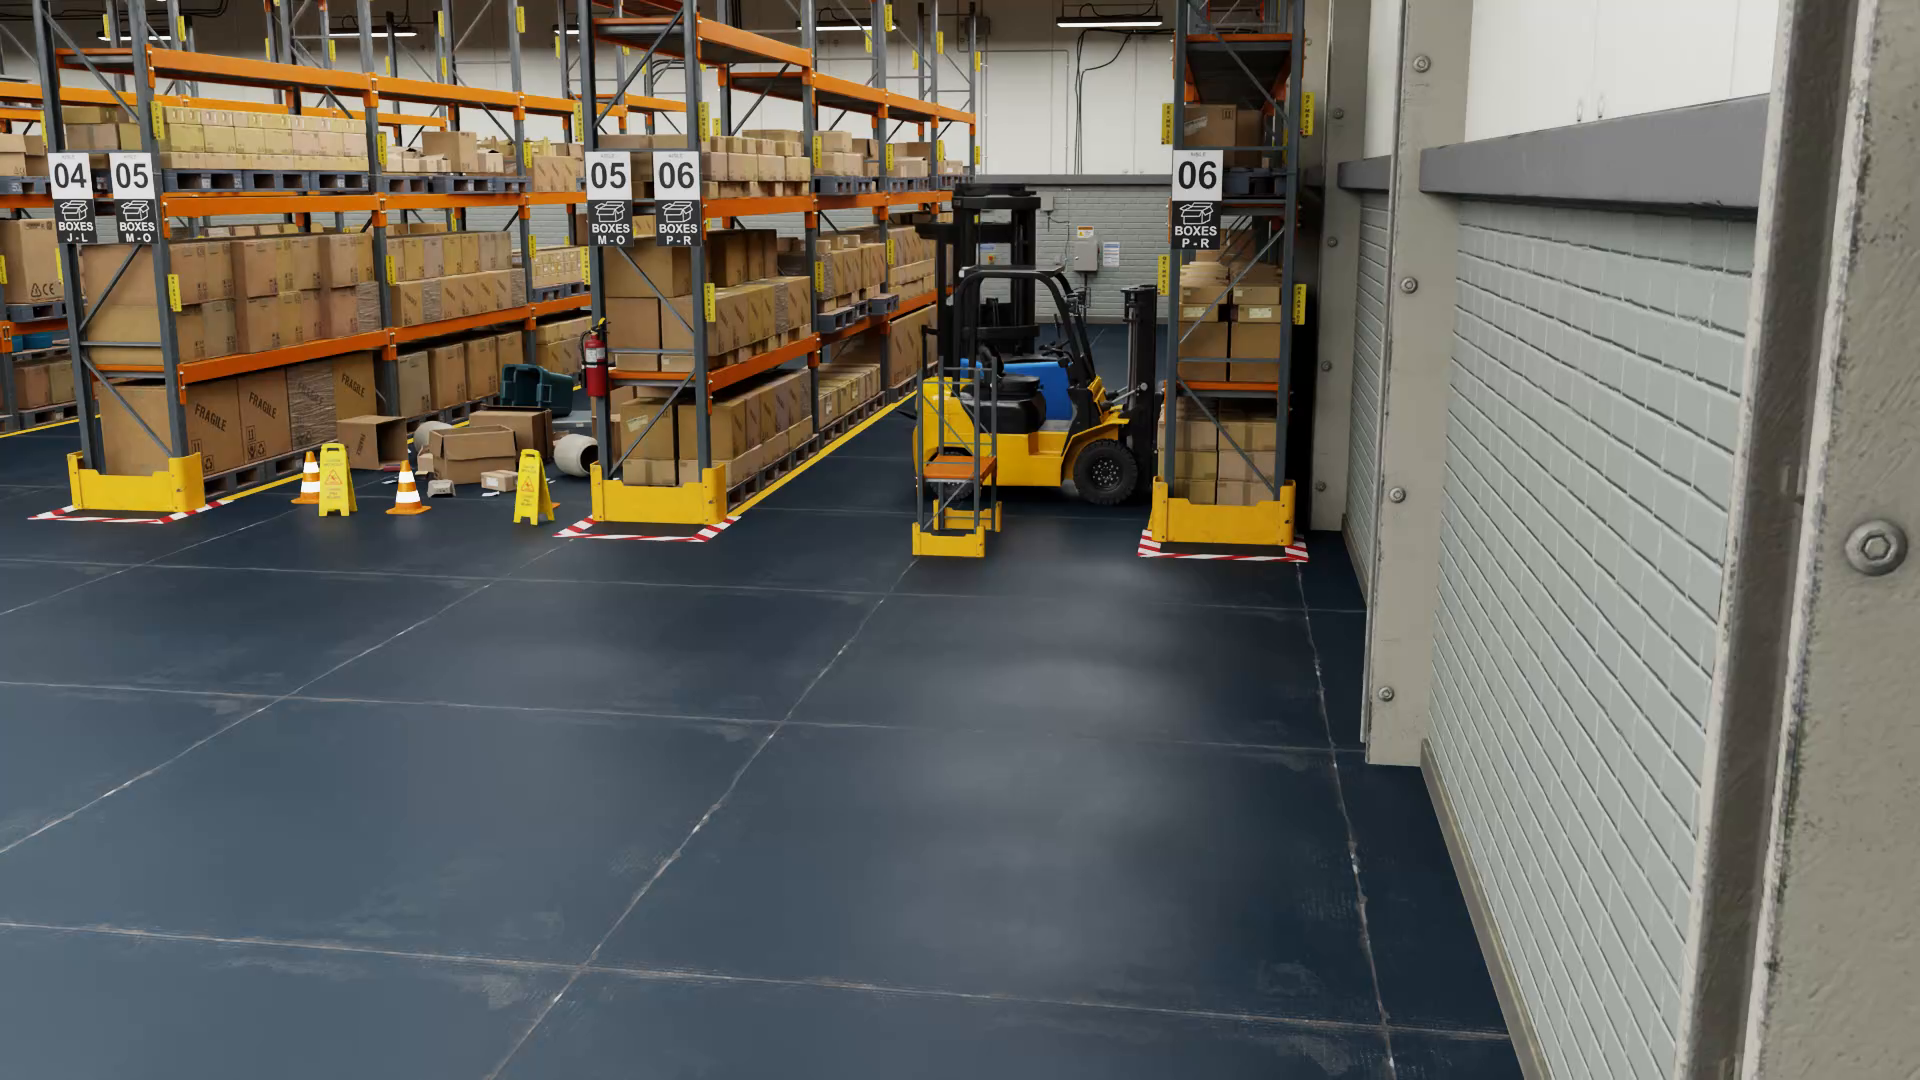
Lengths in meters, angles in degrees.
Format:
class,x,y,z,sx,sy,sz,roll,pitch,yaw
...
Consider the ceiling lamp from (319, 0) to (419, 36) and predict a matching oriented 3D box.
class,x,y,z,sx,sy,sz,roll,pitch,yaw
ceiling lamp,-12.016,-11.713,33.127,2.000,3.185,0.800,2,12,9

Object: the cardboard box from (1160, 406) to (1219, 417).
class,x,y,z,sx,sy,sz,roll,pitch,yaw
cardboard box,2.048,-1.040,14.854,0.500,0.250,0.500,2,12,10

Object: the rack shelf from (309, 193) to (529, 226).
class,x,y,z,sx,sy,sz,roll,pitch,yaw
rack shelf,-6.676,-4.140,20.673,1.077,0.370,4.000,2,12,9

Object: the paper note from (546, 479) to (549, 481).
class,x,y,z,sx,sy,sz,roll,pitch,yaw
paper note,-4.235,-0.614,16.795,0.148,0.019,0.142,7,14,28

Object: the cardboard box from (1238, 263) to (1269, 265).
class,x,y,z,sx,sy,sz,roll,pitch,yaw
cardboard box,3.663,-3.376,20.763,0.380,0.149,0.250,2,12,10

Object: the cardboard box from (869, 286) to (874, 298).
class,x,y,z,sx,sy,sz,roll,pitch,yaw
cardboard box,-1.291,-3.145,21.067,0.380,0.149,0.250,1,12,6

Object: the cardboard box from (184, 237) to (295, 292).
class,x,y,z,sx,sy,sz,roll,pitch,yaw
cardboard box,-7.337,-2.798,16.938,0.875,0.550,0.500,2,12,9

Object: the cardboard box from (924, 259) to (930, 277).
class,x,y,z,sx,sy,sz,roll,pitch,yaw
cardboard box,-0.744,-4.102,25.079,0.500,0.250,0.500,2,12,10

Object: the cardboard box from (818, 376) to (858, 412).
class,x,y,z,sx,sy,sz,roll,pitch,yaw
cardboard box,-1.786,-1.795,20.441,0.950,0.372,0.625,2,12,11

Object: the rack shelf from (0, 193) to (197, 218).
class,x,y,z,sx,sy,sz,roll,pitch,yaw
rack shelf,-11.562,-4.322,21.516,1.077,0.370,4.000,2,12,9

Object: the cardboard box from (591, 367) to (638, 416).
class,x,y,z,sx,sy,sz,roll,pitch,yaw
cardboard box,-3.841,-1.670,18.757,0.500,0.500,0.500,2,12,9

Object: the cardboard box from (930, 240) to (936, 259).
class,x,y,z,sx,sy,sz,roll,pitch,yaw
cardboard box,-0.667,-4.572,25.477,0.500,0.500,0.500,2,12,10

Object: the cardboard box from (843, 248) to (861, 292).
class,x,y,z,sx,sy,sz,roll,pitch,yaw
cardboard box,-1.487,-3.272,20.115,0.500,0.500,0.500,1,12,6

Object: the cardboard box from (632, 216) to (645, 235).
class,x,y,z,sx,sy,sz,roll,pitch,yaw
cardboard box,-5.443,-5.044,26.961,0.500,0.500,0.500,2,12,10

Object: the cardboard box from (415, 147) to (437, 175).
class,x,y,z,sx,sy,sz,roll,pitch,yaw
cardboard box,-10.051,-6.948,30.524,0.700,0.500,0.500,1,12,5

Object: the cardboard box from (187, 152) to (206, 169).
class,x,y,z,sx,sy,sz,roll,pitch,yaw
cardboard box,-7.191,-3.488,15.302,0.380,0.149,0.250,2,12,9

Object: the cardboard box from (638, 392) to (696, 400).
class,x,y,z,sx,sy,sz,roll,pitch,yaw
cardboard box,-2.750,-1.149,15.955,0.500,0.500,0.500,2,12,11

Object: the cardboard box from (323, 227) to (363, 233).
class,x,y,z,sx,sy,sz,roll,pitch,yaw
cardboard box,-10.313,-4.987,27.882,0.500,0.500,0.500,2,12,9

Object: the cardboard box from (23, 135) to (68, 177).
class,x,y,z,sx,sy,sz,roll,pitch,yaw
cardboard box,-11.555,-4.804,20.803,0.797,0.503,0.637,2,12,11

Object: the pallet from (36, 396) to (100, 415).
class,x,y,z,sx,sy,sz,roll,pitch,yaw
pallet,-11.566,-1.845,22.052,1.003,0.211,1.213,2,12,9

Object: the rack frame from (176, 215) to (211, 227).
class,x,y,z,sx,sy,sz,roll,pitch,yaw
rack frame,-14.918,-5.450,32.160,1.000,3.000,0.127,2,12,9

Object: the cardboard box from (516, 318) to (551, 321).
class,x,y,z,sx,sy,sz,roll,pitch,yaw
cardboard box,-6.362,-3.154,24.663,0.500,0.250,0.500,2,12,10

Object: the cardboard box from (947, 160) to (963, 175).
class,x,y,z,sx,sy,sz,roll,pitch,yaw
cardboard box,-0.212,-6.519,29.123,0.500,0.250,0.500,1,12,3

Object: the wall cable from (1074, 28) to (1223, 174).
class,x,y,z,sx,sy,sz,roll,pitch,yaw
wall cable,3.854,-8.989,34.256,2.988,3.039,0.133,2,12,9

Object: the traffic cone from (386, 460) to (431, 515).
class,x,y,z,sx,sy,sz,roll,pitch,yaw
traffic cone,-5.050,-0.494,15.186,0.336,0.463,0.334,2,12,9

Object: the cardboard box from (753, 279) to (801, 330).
class,x,y,z,sx,sy,sz,roll,pitch,yaw
cardboard box,-1.972,-2.456,17.328,0.500,0.500,0.500,2,12,11

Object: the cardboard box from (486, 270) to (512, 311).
class,x,y,z,sx,sy,sz,roll,pitch,yaw
cardboard box,-6.251,-3.285,21.877,0.500,0.500,0.500,2,12,9

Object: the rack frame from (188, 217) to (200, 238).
class,x,y,z,sx,sy,sz,roll,pitch,yaw
rack frame,-11.254,-3.624,23.688,1.000,3.000,0.127,2,12,9

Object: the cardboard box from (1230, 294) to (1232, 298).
class,x,y,z,sx,sy,sz,roll,pitch,yaw
cardboard box,3.026,-2.257,17.107,0.500,0.500,0.500,2,12,8

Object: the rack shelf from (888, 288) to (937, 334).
class,x,y,z,sx,sy,sz,roll,pitch,yaw
rack shelf,-1.154,-3.367,24.206,1.077,0.370,4.000,2,12,9

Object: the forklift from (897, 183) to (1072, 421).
class,x,y,z,sx,sy,sz,roll,pitch,yaw
forklift,0.156,-2.536,18.802,1.130,2.935,3.031,-5,13,-24

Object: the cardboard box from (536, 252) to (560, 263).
class,x,y,z,sx,sy,sz,roll,pitch,yaw
cardboard box,-5.984,-4.067,23.934,0.380,0.149,0.250,1,12,6

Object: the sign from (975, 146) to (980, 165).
class,x,y,z,sx,sy,sz,roll,pitch,yaw
sign,0.302,-6.808,29.430,0.100,0.325,0.005,2,12,9

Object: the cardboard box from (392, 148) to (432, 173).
class,x,y,z,sx,sy,sz,roll,pitch,yaw
cardboard box,-6.853,-4.764,20.837,0.500,0.311,0.500,2,12,8

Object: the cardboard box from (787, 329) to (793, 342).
class,x,y,z,sx,sy,sz,roll,pitch,yaw
cardboard box,-1.974,-2.166,17.523,0.380,0.149,0.250,2,12,9

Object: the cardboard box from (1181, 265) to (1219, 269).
class,x,y,z,sx,sy,sz,roll,pitch,yaw
cardboard box,2.486,-2.765,17.218,0.380,0.149,0.250,2,12,10

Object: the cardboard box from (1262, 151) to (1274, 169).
class,x,y,z,sx,sy,sz,roll,pitch,yaw
cardboard box,3.585,-4.631,20.362,0.500,0.250,0.500,2,12,9

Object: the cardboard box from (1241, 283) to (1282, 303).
class,x,y,z,sx,sy,sz,roll,pitch,yaw
cardboard box,2.578,-2.105,14.158,0.380,0.149,0.250,2,12,11

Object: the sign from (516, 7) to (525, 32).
class,x,y,z,sx,sy,sz,roll,pitch,yaw
sign,-5.820,-6.891,22.018,0.100,0.325,0.005,2,12,9

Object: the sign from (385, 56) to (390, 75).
class,x,y,z,sx,sy,sz,roll,pitch,yaw
sign,-10.571,-8.775,30.758,0.100,0.325,0.005,2,12,9

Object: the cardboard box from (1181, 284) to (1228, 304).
class,x,y,z,sx,sy,sz,roll,pitch,yaw
cardboard box,2.060,-2.070,13.996,0.380,0.149,0.250,2,12,9

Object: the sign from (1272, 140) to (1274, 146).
class,x,y,z,sx,sy,sz,roll,pitch,yaw
sign,3.990,-4.881,20.985,0.100,0.325,0.005,2,12,9

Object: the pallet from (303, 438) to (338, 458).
class,x,y,z,sx,sy,sz,roll,pitch,yaw
pallet,-7.178,-1.090,18.552,1.003,0.211,1.213,2,12,9

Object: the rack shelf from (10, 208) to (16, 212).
class,x,y,z,sx,sy,sz,roll,pitch,yaw
rack shelf,-15.840,-5.315,26.124,1.077,0.370,4.000,2,12,9

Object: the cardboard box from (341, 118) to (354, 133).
class,x,y,z,sx,sy,sz,roll,pitch,yaw
cardboard box,-6.764,-4.458,17.907,0.380,0.149,0.250,2,12,8

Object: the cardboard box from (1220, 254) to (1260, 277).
class,x,y,z,sx,sy,sz,roll,pitch,yaw
cardboard box,3.677,-3.499,21.875,0.500,0.500,0.500,2,12,11

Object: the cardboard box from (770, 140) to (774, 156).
class,x,y,z,sx,sy,sz,roll,pitch,yaw
cardboard box,-2.043,-3.858,16.359,0.380,0.149,0.250,2,12,9

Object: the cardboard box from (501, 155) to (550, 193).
class,x,y,z,sx,sy,sz,roll,pitch,yaw
cardboard box,-6.018,-5.067,23.030,0.500,0.500,0.500,2,12,9

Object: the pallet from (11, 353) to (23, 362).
class,x,y,z,sx,sy,sz,roll,pitch,yaw
pallet,-15.878,-2.840,26.669,1.003,0.211,1.213,2,12,9

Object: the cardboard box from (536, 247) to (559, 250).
class,x,y,z,sx,sy,sz,roll,pitch,yaw
cardboard box,-6.388,-4.417,25.559,0.380,0.149,0.250,2,12,8

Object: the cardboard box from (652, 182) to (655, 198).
class,x,y,z,sx,sy,sz,roll,pitch,yaw
cardboard box,-2.908,-3.117,14.813,0.380,0.149,0.250,2,12,9

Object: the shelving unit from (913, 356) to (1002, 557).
class,x,y,z,sx,sy,sz,roll,pitch,yaw
shelving unit,-0.012,-0.717,13.762,0.587,1.500,1.083,2,12,9

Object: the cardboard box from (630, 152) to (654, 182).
class,x,y,z,sx,sy,sz,roll,pitch,yaw
cardboard box,-2.880,-3.291,14.674,0.500,0.250,0.500,2,12,8

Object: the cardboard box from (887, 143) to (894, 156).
class,x,y,z,sx,sy,sz,roll,pitch,yaw
cardboard box,-1.269,-5.682,24.883,0.500,0.500,0.500,2,12,8

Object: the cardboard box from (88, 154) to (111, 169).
class,x,y,z,sx,sy,sz,roll,pitch,yaw
cardboard box,-7.883,-3.455,15.145,0.380,0.149,0.250,2,12,9

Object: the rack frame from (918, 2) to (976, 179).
class,x,y,z,sx,sy,sz,roll,pitch,yaw
rack frame,-0.232,-7.901,29.294,1.000,3.000,0.127,2,12,9

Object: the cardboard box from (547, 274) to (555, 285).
class,x,y,z,sx,sy,sz,roll,pitch,yaw
cardboard box,-6.018,-3.723,23.749,0.380,0.149,0.250,3,12,11
